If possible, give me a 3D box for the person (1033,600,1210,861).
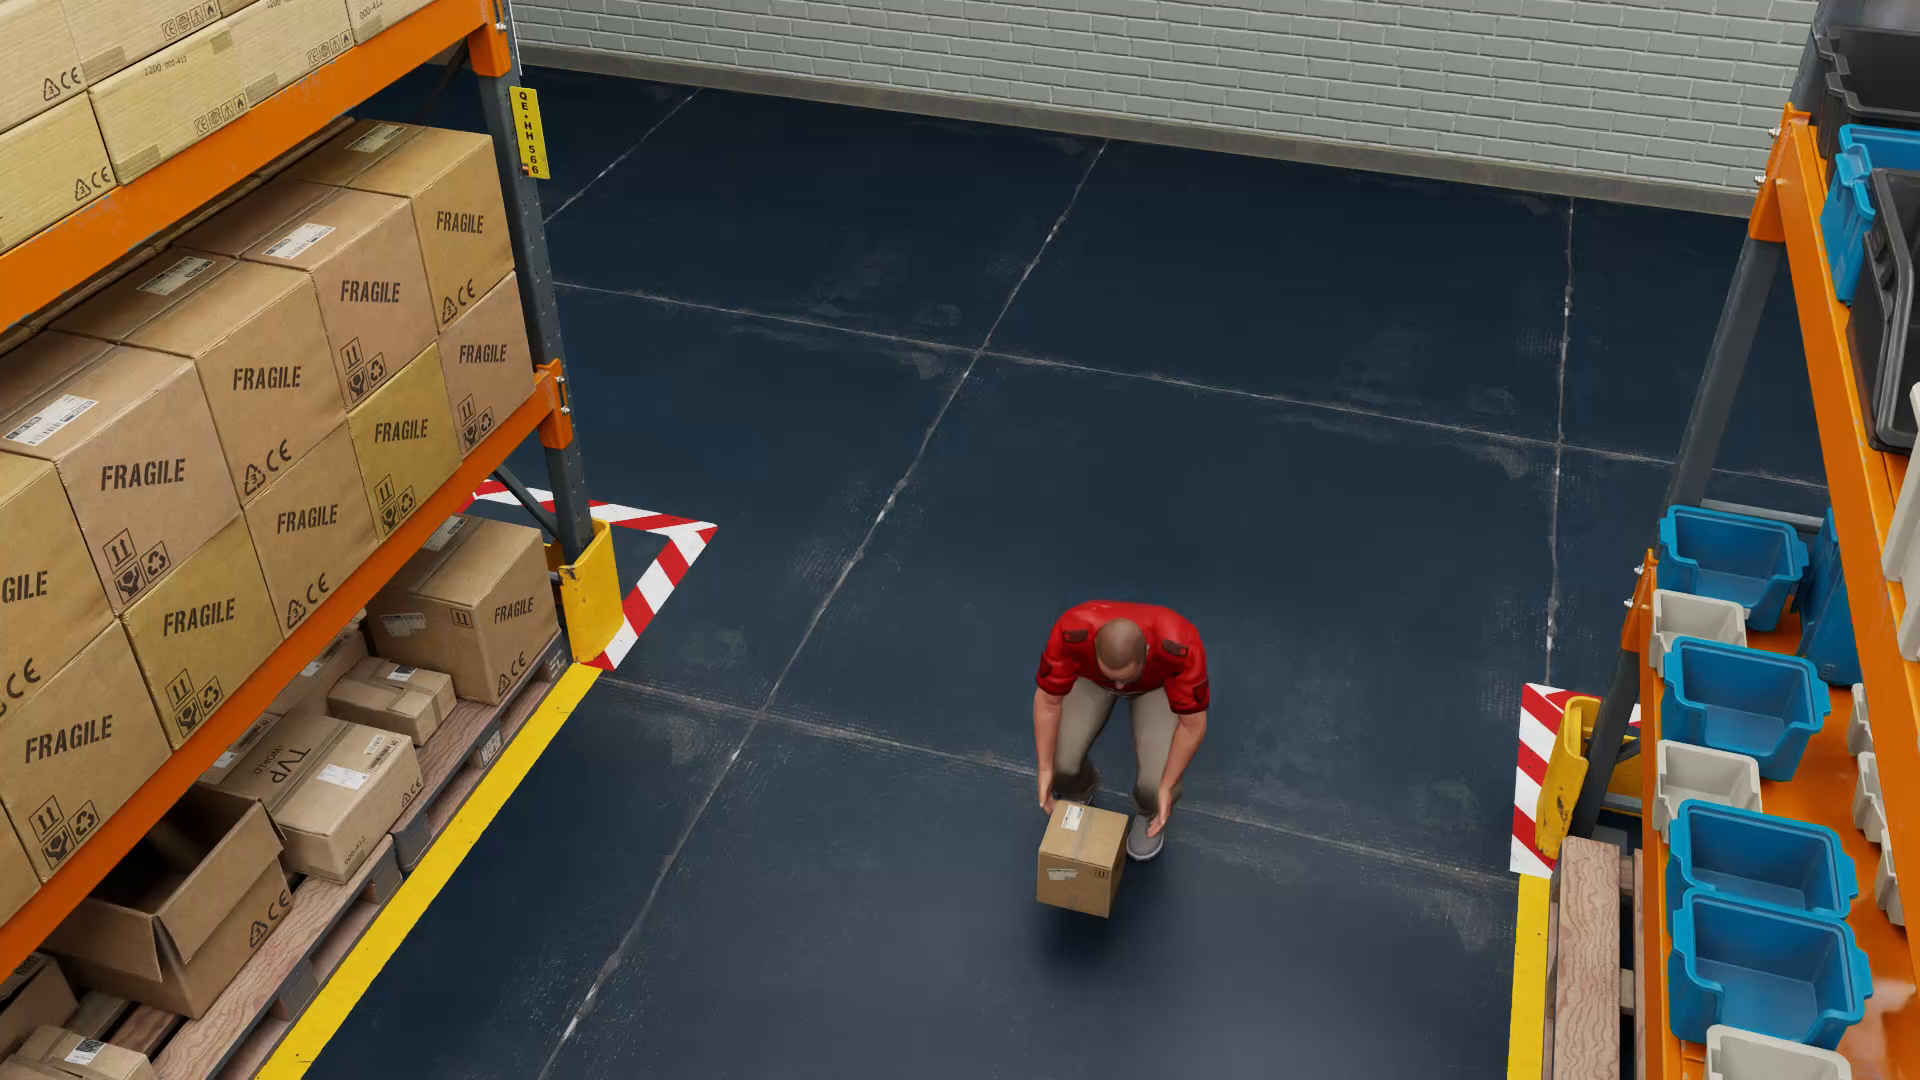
[{"bbox_3d":[0.578,0.597,5.758,0.587,1.263,0.779,11,38,14],"label":"person"}]
